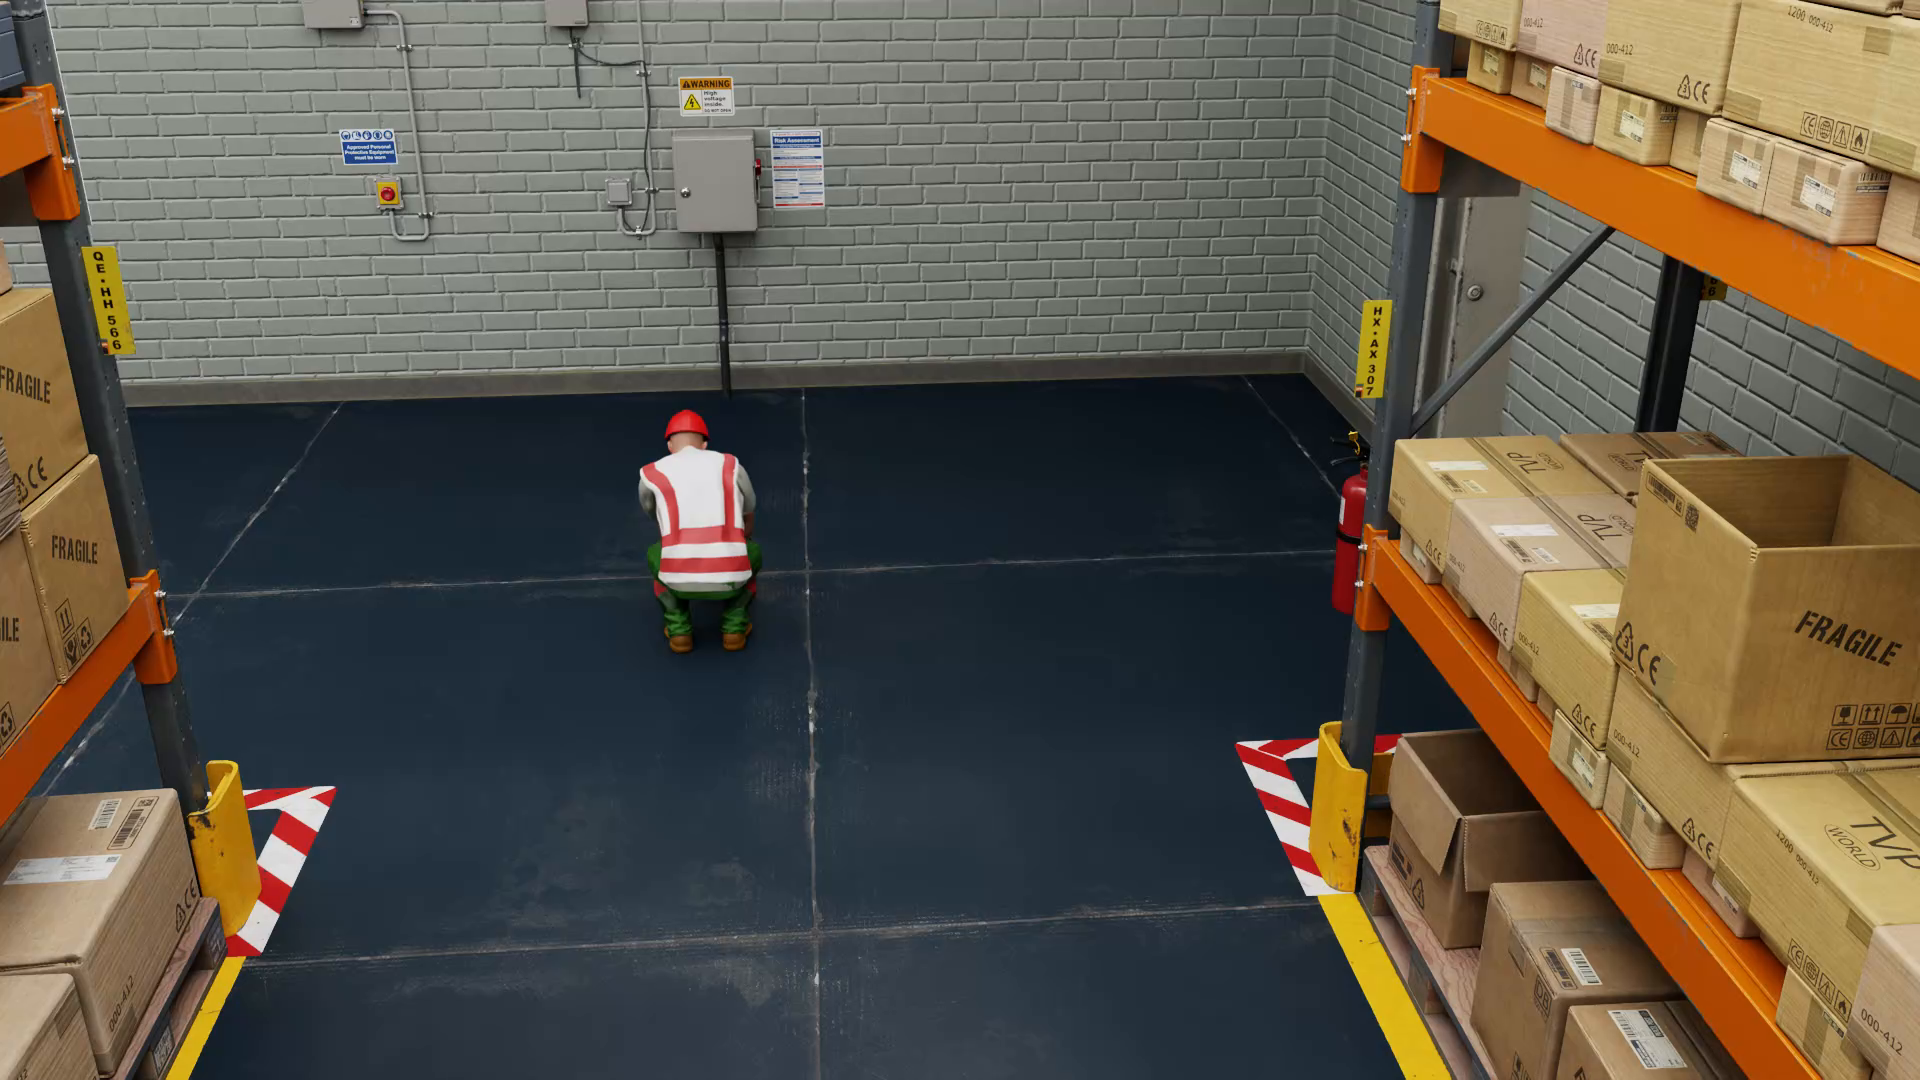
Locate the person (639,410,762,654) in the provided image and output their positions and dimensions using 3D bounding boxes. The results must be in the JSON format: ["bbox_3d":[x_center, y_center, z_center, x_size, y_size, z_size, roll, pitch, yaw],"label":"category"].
[{"bbox_3d":[-1.199,-0.048,7.689,0.551,0.992,0.885,-2,24,-6],"label":"person"}]
